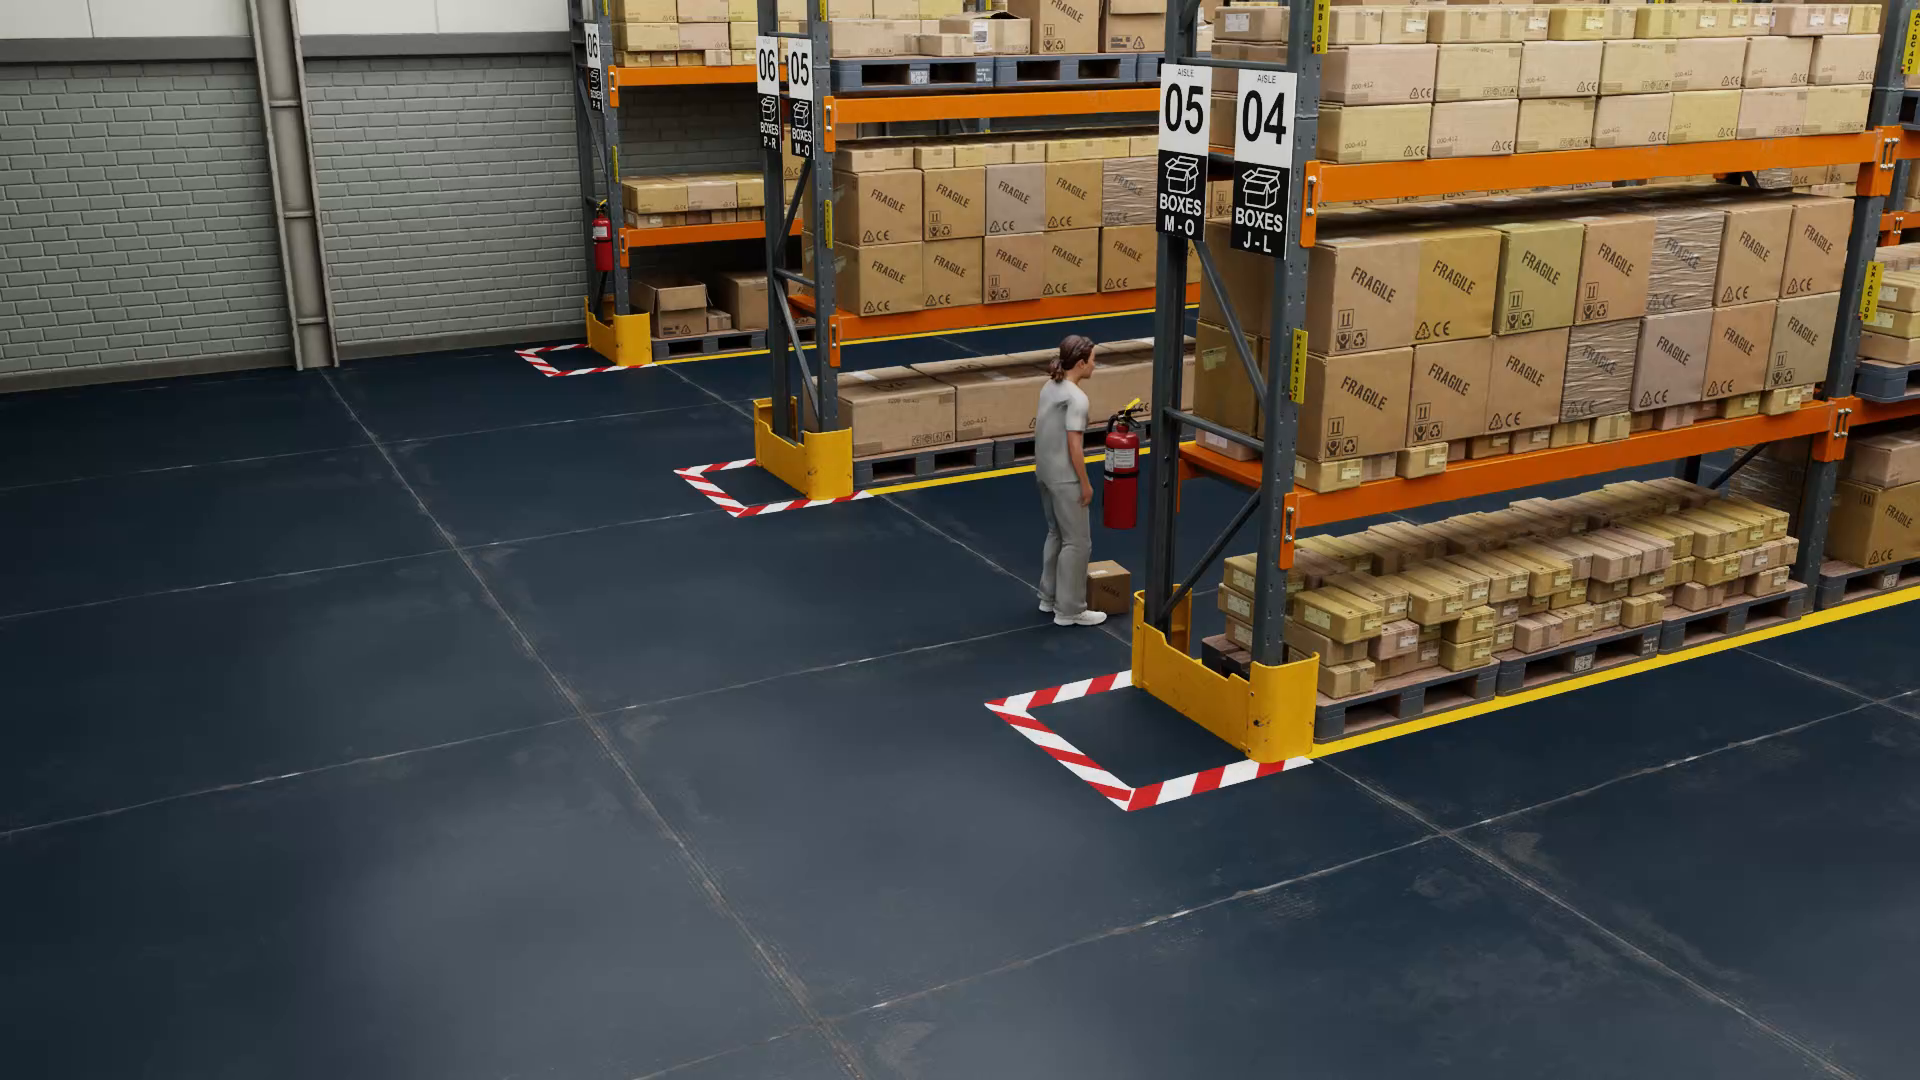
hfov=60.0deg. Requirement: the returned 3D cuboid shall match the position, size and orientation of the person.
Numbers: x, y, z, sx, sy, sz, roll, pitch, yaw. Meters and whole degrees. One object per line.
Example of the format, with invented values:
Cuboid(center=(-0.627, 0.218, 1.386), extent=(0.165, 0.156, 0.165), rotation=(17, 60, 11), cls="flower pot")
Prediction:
Cuboid(center=(0.621, -0.355, 9.619), extent=(0.359, 1.673, 0.486), rotation=(-6, 20, -18), cls="person")
